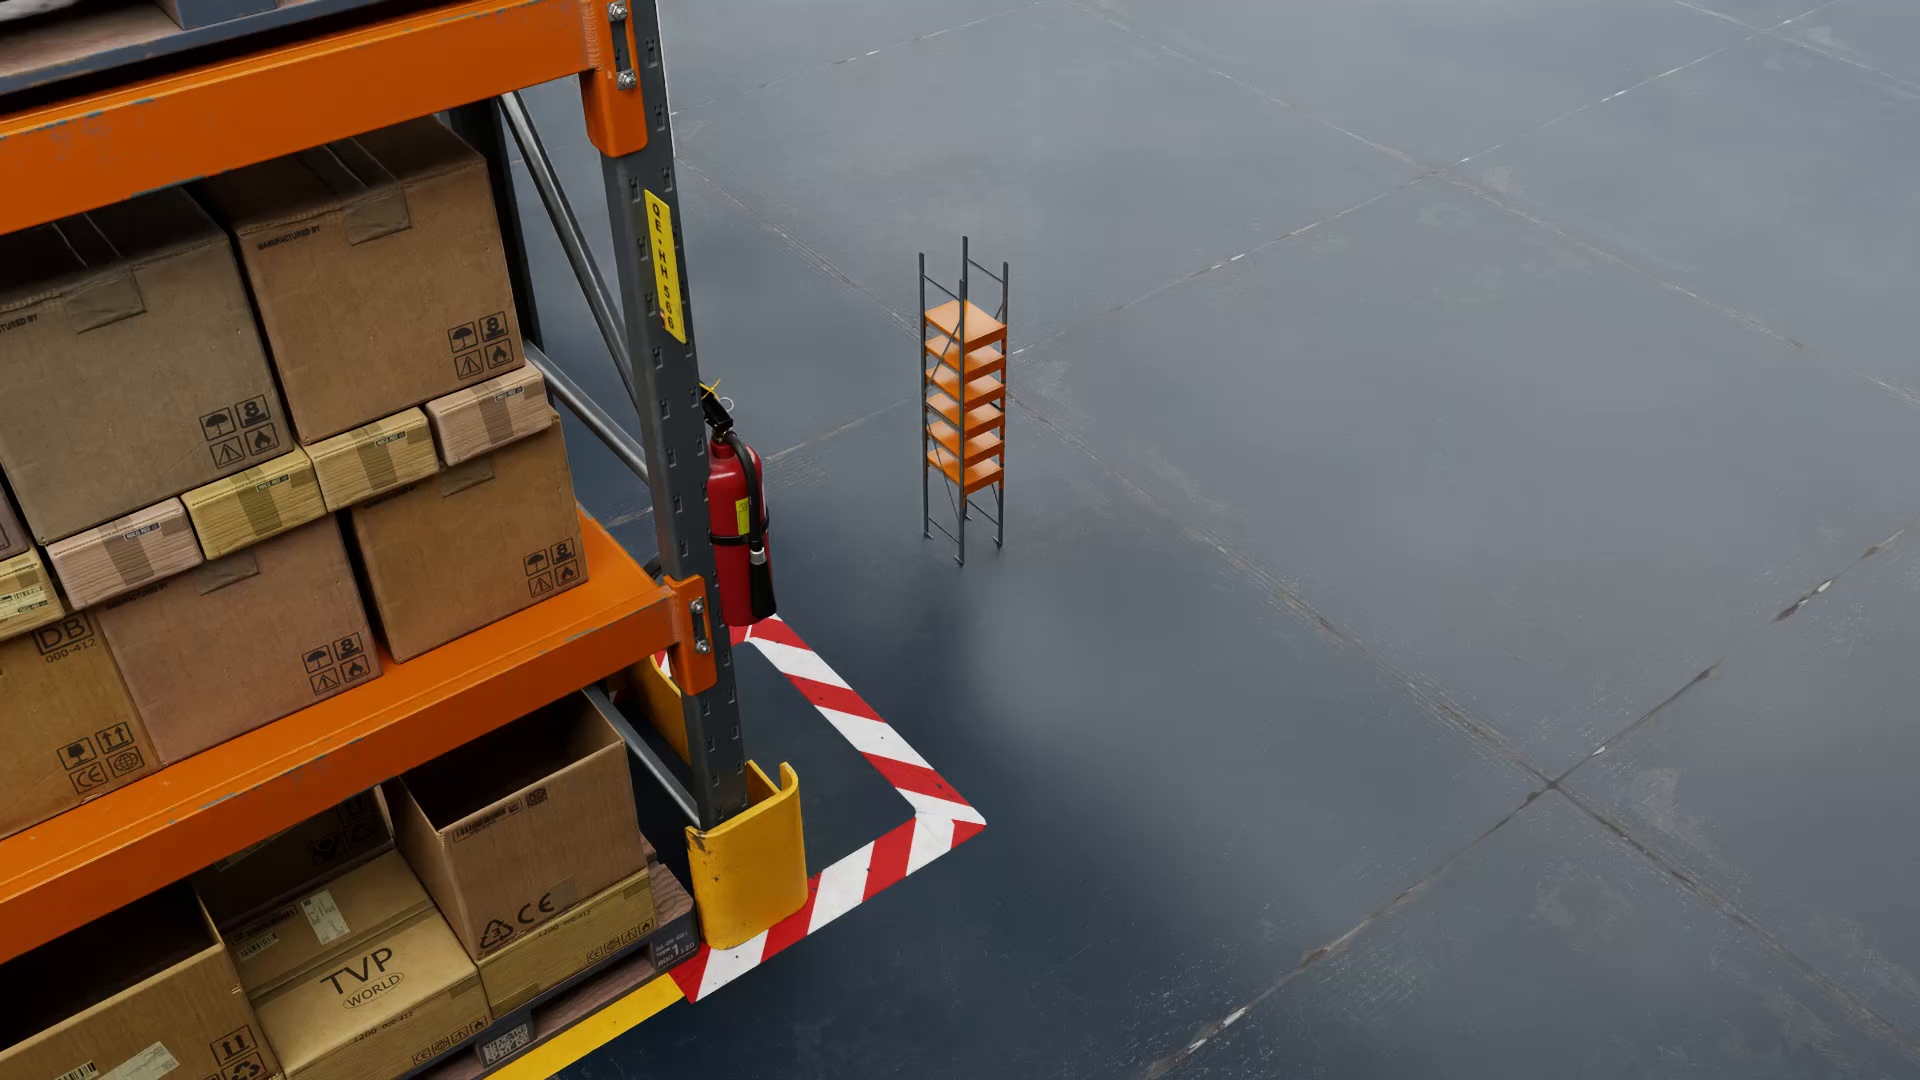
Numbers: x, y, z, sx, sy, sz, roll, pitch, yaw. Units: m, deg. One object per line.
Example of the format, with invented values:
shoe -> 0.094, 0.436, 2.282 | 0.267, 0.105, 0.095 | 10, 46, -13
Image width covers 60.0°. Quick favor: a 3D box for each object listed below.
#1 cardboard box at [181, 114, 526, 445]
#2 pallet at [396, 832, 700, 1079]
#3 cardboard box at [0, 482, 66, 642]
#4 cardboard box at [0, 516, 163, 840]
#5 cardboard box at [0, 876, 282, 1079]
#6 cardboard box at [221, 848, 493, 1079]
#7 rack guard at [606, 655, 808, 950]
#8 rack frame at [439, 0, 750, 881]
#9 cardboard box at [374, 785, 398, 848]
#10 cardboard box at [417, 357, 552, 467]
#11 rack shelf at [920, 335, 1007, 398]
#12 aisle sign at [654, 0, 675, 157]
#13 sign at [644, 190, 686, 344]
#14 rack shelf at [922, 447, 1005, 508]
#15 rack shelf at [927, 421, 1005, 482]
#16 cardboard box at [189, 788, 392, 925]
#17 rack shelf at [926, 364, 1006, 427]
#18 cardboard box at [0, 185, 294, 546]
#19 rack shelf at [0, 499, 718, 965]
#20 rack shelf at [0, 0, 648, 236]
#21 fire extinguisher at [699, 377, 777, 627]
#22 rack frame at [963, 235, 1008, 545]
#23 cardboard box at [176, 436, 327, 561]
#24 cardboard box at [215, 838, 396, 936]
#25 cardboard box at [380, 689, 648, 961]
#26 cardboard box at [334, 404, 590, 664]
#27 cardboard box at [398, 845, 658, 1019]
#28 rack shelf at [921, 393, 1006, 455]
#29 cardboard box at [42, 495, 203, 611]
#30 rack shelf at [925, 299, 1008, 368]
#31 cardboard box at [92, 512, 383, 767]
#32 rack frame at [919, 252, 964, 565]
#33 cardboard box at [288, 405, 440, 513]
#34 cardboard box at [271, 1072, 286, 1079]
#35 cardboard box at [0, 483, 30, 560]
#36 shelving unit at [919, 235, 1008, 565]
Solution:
cardboard box -> -1.357, -0.654, 3.580 | 0.500, 0.500, 0.700 | -26, 46, -28
pallet -> -1.518, 1.087, 4.759 | 1.213, 0.211, 1.003 | -26, 46, -28
cardboard box -> -1.942, 0.045, 3.240 | 0.250, 0.149, 0.380 | -25, 45, -27
cardboard box -> -2.126, 0.222, 3.536 | 0.500, 0.500, 0.700 | -26, 46, -28
cardboard box -> -1.965, 1.054, 3.846 | 0.500, 0.500, 0.500 | -26, 46, -28
cardboard box -> -1.571, 1.148, 4.323 | 0.500, 0.250, 0.500 | -26, 46, -28
rack guard -> -0.918, 0.649, 5.065 | 0.348, 0.500, 1.175 | -26, 46, -28
rack frame -> -0.937, -0.308, 4.260 | 0.127, 3.000, 1.000 | -26, 46, -28
cardboard box -> -1.498, 0.688, 4.883 | 0.500, 0.250, 0.500 | -26, 46, -28
cardboard box -> -1.124, -0.354, 3.726 | 0.250, 0.149, 0.380 | -27, 46, -29
rack shelf -> 0.011, -0.621, 5.752 | 0.180, 0.103, 0.258 | -26, 46, -28
aisle sign -> -0.706, -1.191, 3.287 | 0.004, 0.787, 0.394 | -26, 46, -28
sign -> -0.618, -0.569, 3.479 | 0.005, 0.325, 0.100 | -26, 46, -28
rack shelf -> 0.011, -0.250, 6.057 | 0.180, 0.103, 0.258 | -26, 46, -28
rack shelf -> 0.011, -0.342, 5.981 | 0.180, 0.103, 0.258 | -26, 46, -28
cardboard box -> -1.893, 0.592, 4.408 | 0.500, 0.500, 0.500 | -26, 46, -28
rack shelf -> 0.011, -0.528, 5.828 | 0.180, 0.103, 0.258 | -26, 46, -28
cardboard box -> -1.771, -0.448, 3.329 | 0.500, 0.500, 0.700 | -27, 47, -29
rack shelf -> -2.523, 0.743, 3.546 | 4.000, 0.370, 1.077 | -26, 46, -28
rack shelf -> -2.523, -0.417, 2.595 | 4.000, 0.370, 1.077 | -26, 46, -28
fire extinguisher -> -0.560, -0.090, 4.056 | 0.183, 0.674, 0.296 | -26, 46, -28
rack frame -> 0.084, -0.505, 5.919 | 0.006, 1.200, 0.240 | -26, 46, -28
cardboard box -> -1.533, -0.153, 3.481 | 0.250, 0.149, 0.380 | -27, 46, -29
cardboard box -> -1.892, 0.883, 4.645 | 0.500, 0.250, 0.500 | -26, 46, -28
cardboard box -> -1.181, 0.660, 4.326 | 0.500, 0.500, 0.500 | -26, 46, -28
cardboard box -> -1.315, -0.173, 4.017 | 0.500, 0.500, 0.700 | -26, 46, -28
cardboard box -> -1.182, 0.949, 4.565 | 0.500, 0.250, 0.500 | -26, 46, -28
rack shelf -> 0.011, -0.435, 5.904 | 0.180, 0.103, 0.258 | -26, 46, -28
cardboard box -> -1.734, -0.057, 3.364 | 0.250, 0.149, 0.380 | -25, 46, -28
rack shelf -> 0.011, -0.713, 5.676 | 0.180, 0.103, 0.258 | -26, 46, -28
cardboard box -> -1.729, 0.033, 3.766 | 0.500, 0.500, 0.700 | -25, 45, -27
rack frame -> -0.061, -0.434, 5.833 | 0.006, 1.200, 0.240 | -26, 46, -28
cardboard box -> -1.331, -0.252, 3.602 | 0.250, 0.149, 0.380 | -25, 45, -27
cardboard box -> -1.967, 1.342, 4.086 | 0.500, 0.250, 0.500 | -26, 46, -28
cardboard box -> -2.170, -0.253, 3.091 | 0.500, 0.500, 0.700 | -26, 46, -28
shelving unit -> 0.011, -0.469, 5.876 | 0.189, 1.200, 0.258 | -26, 46, -28
